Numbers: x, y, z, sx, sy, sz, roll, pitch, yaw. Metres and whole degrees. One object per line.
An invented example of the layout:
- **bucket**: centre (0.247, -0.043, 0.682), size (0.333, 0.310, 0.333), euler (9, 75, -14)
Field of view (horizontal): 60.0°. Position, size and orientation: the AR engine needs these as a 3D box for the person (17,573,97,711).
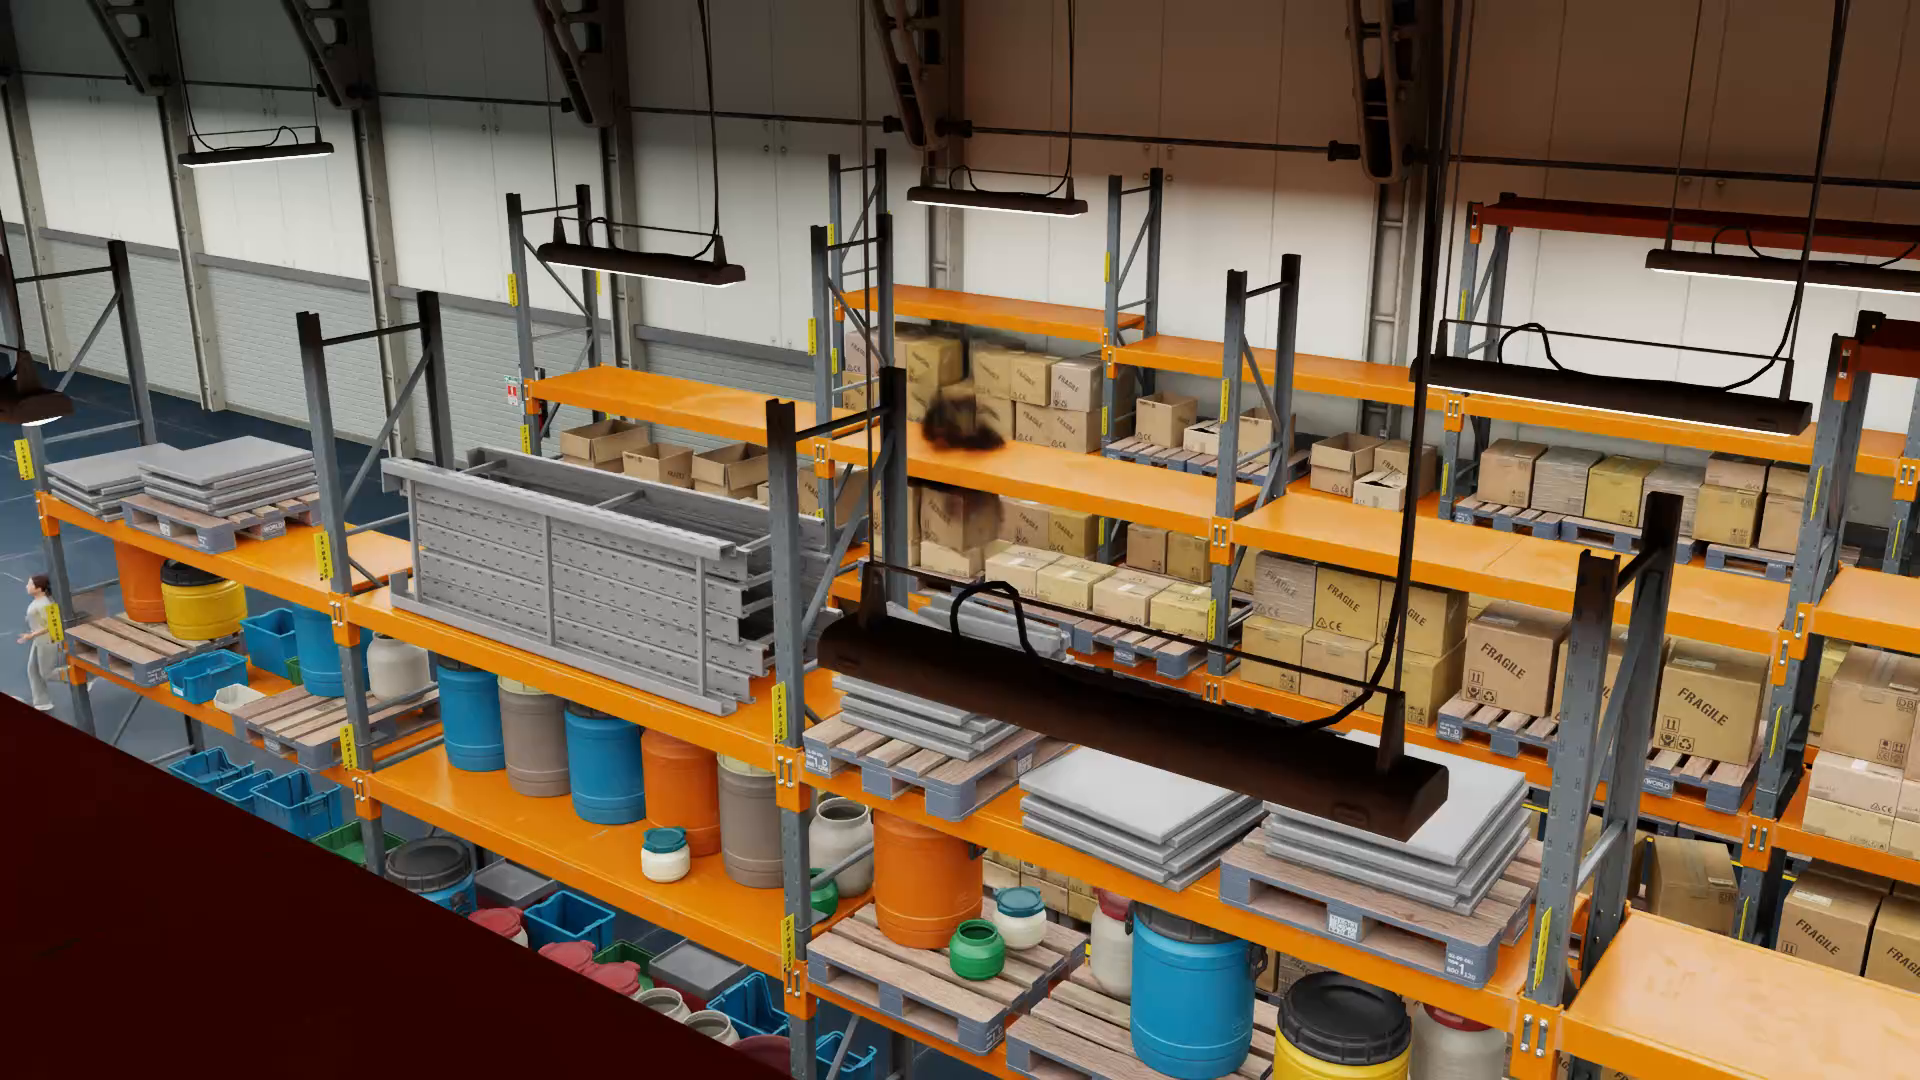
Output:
- **person**: centre (-10.423, 1.166, 19.079), size (0.818, 1.660, 0.566), euler (-10, 21, -28)
